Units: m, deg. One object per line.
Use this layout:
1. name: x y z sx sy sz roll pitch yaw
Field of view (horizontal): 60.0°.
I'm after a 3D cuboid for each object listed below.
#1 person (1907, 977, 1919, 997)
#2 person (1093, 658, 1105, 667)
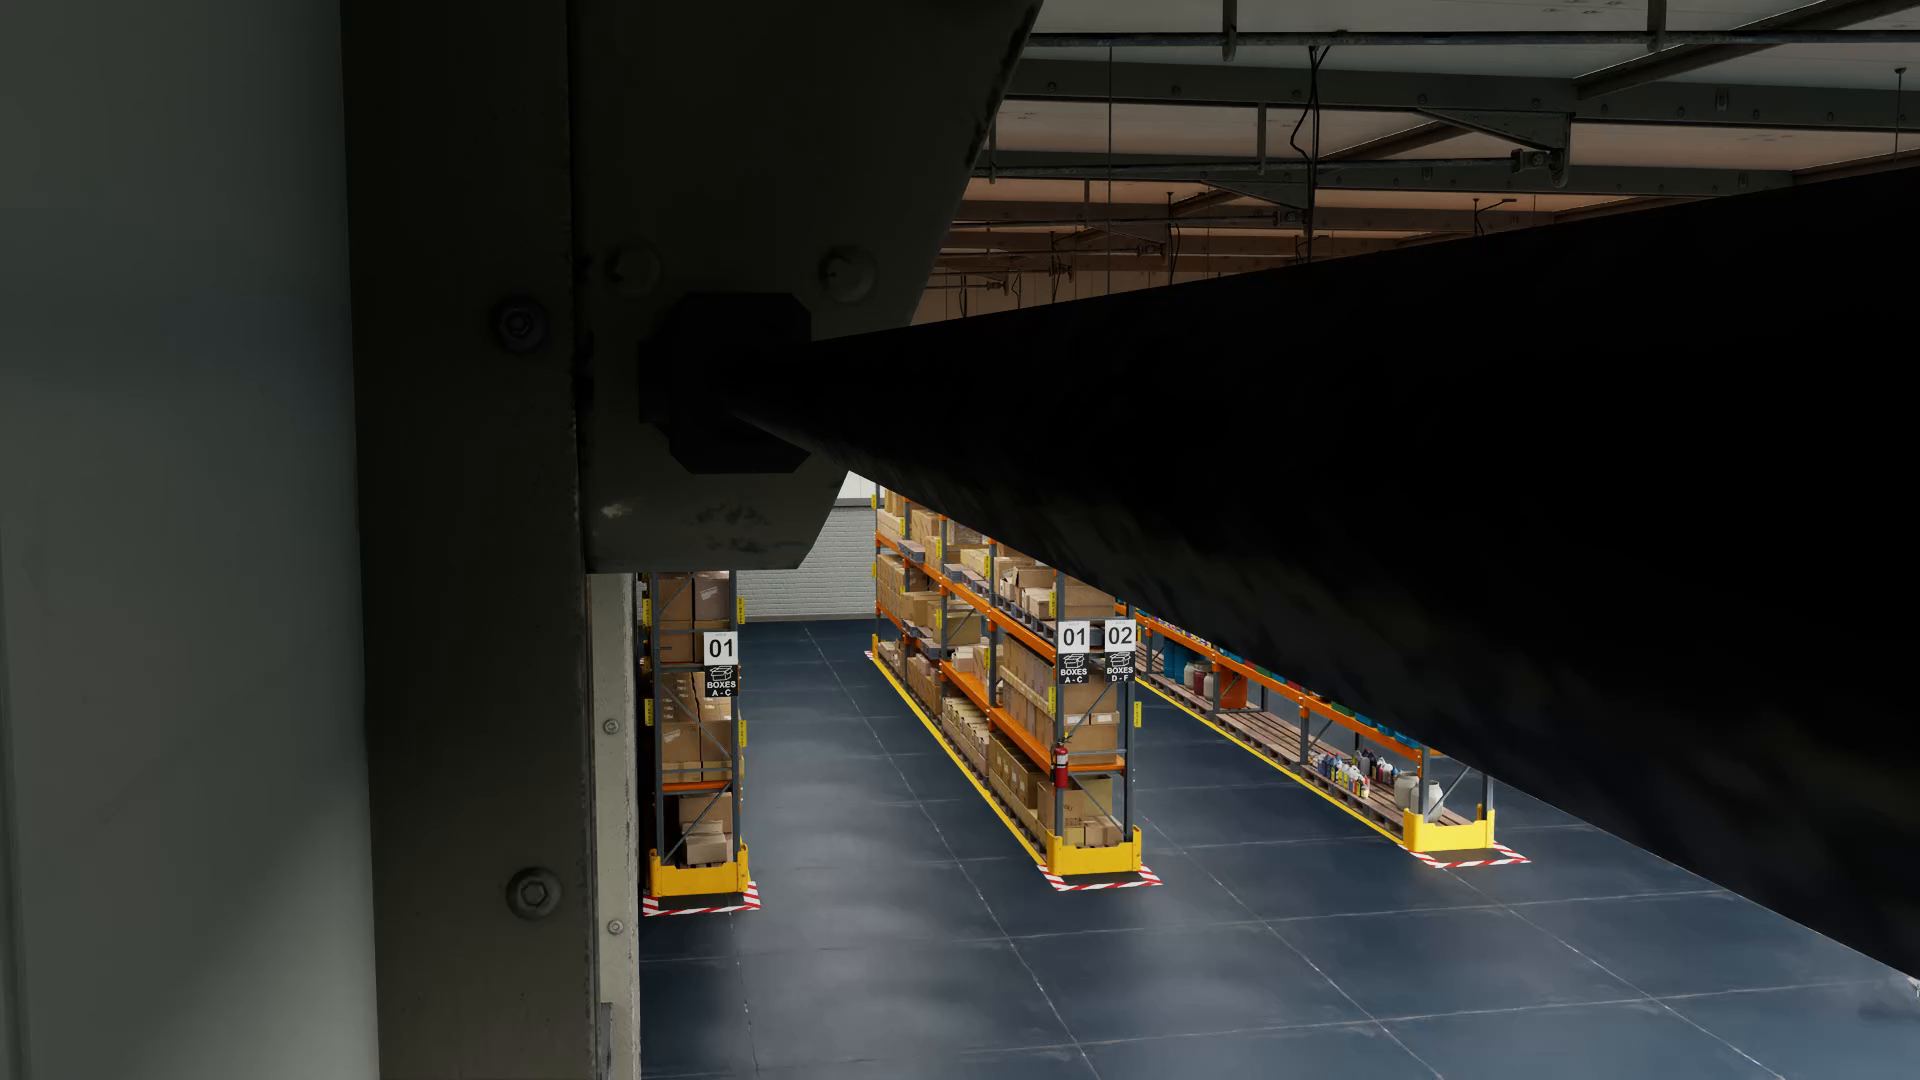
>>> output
1. person: 9.723 3.807 16.143 0.839 1.753 0.697 1 6 13
2. person: 2.528 2.306 30.306 0.648 1.809 0.920 -2 6 -23
